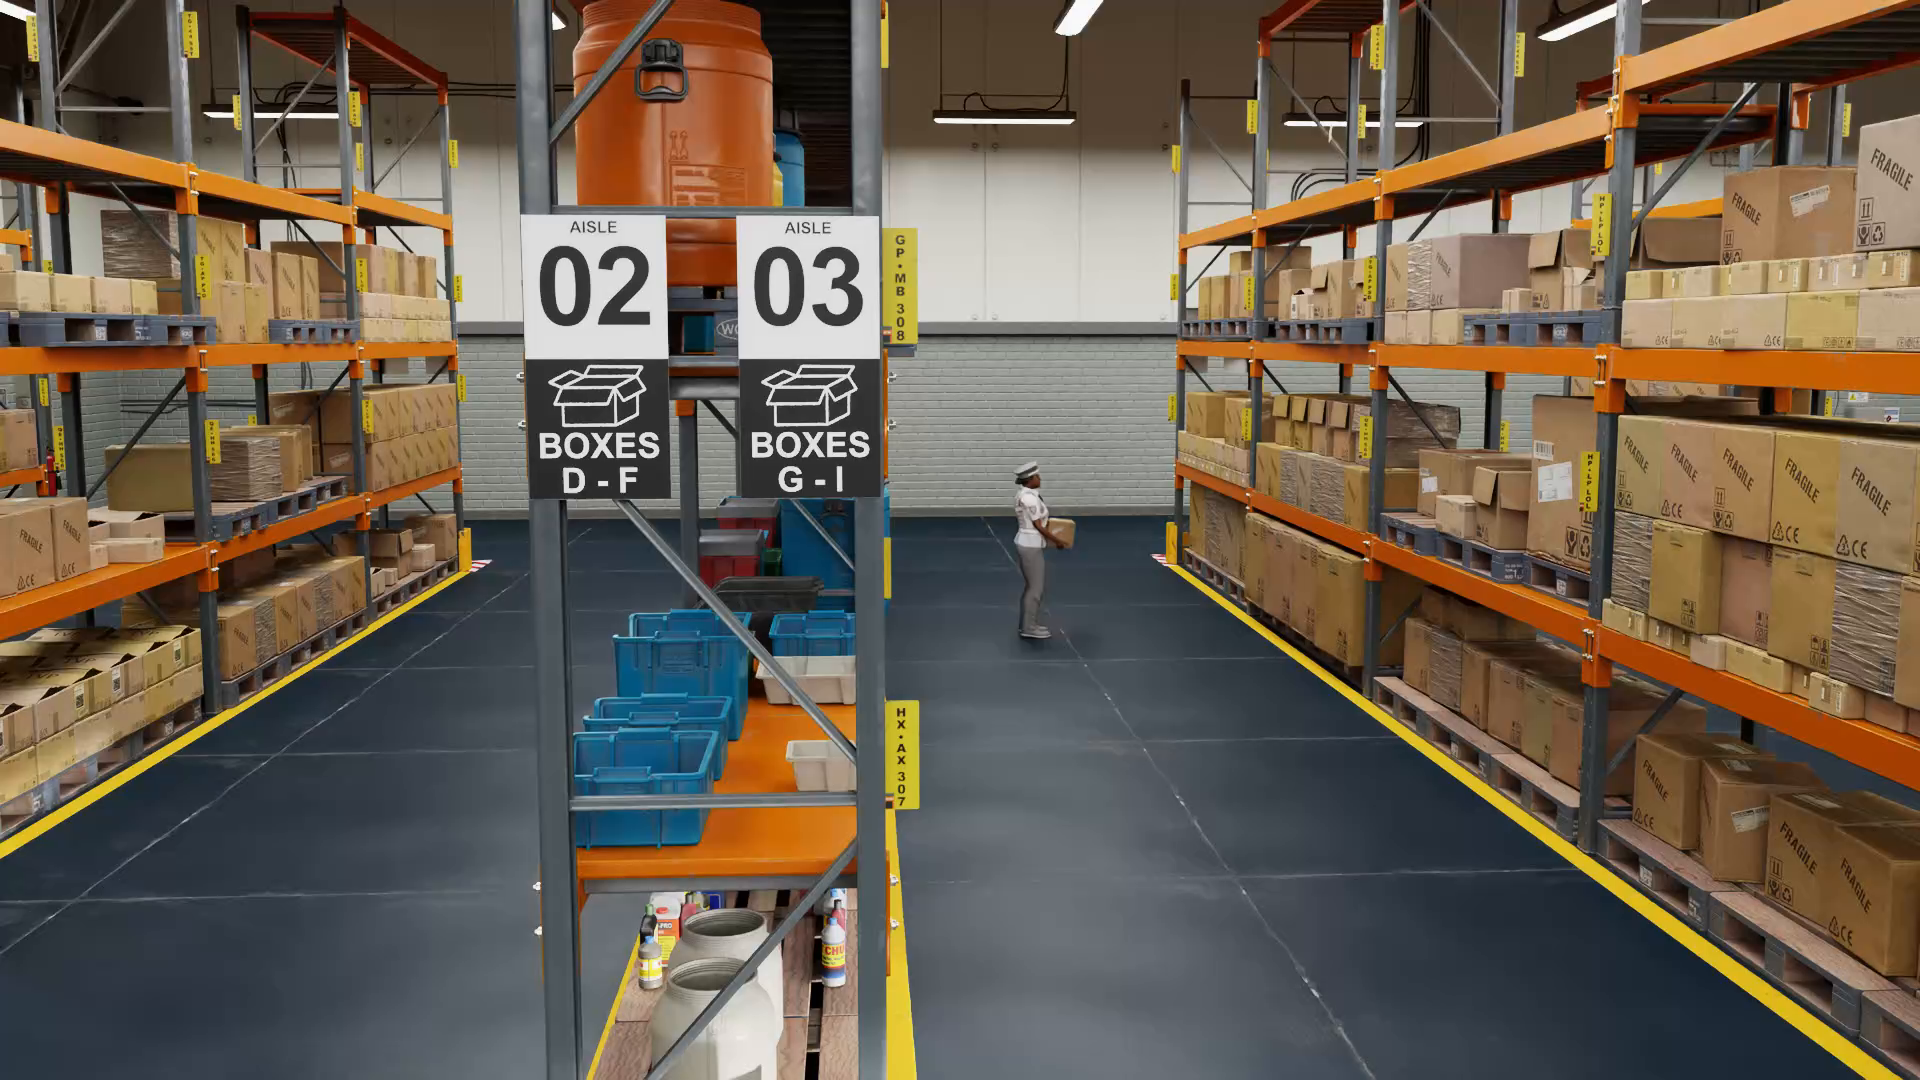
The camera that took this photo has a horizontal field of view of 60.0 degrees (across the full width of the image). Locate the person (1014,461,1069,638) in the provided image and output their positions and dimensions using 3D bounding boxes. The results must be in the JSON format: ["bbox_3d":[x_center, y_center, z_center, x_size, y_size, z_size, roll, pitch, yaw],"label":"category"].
[{"bbox_3d":[0.776,0.084,15.970,0.520,1.690,0.449,0,7,-3],"label":"person"}]
